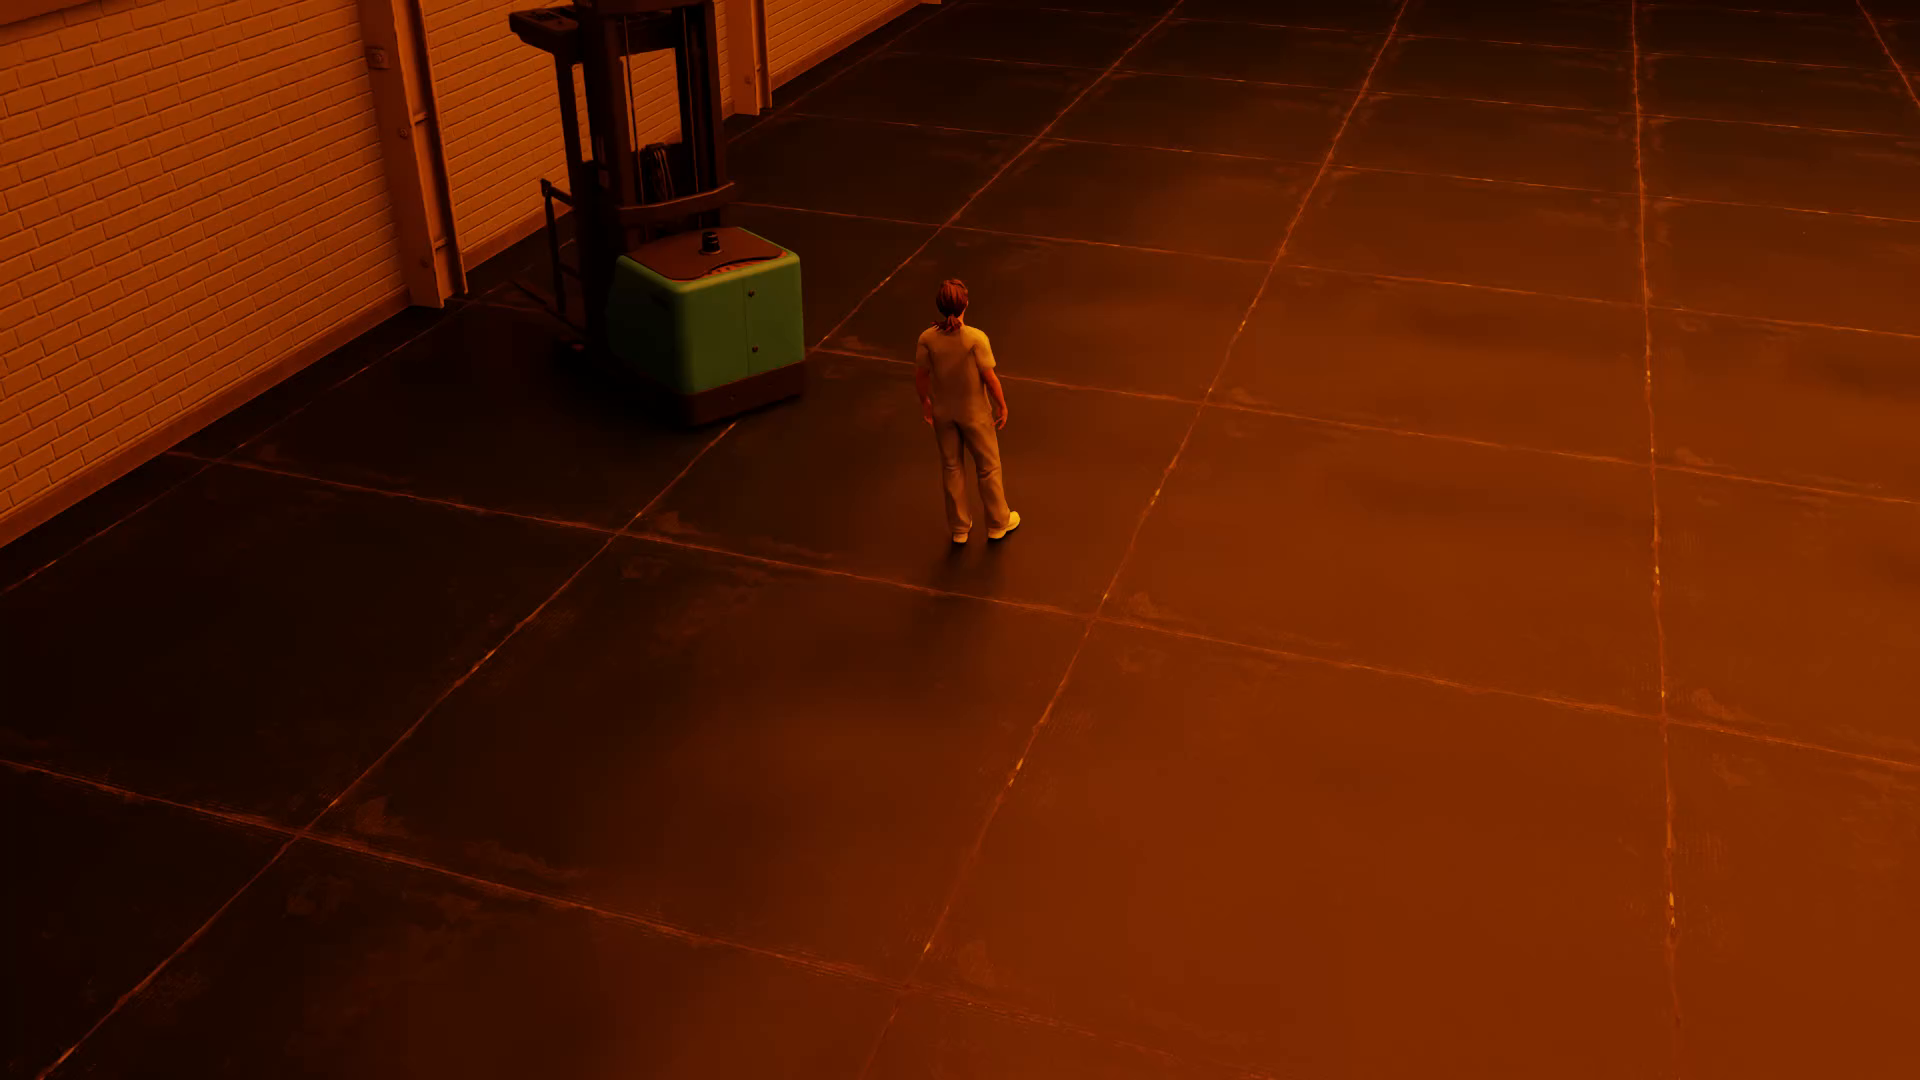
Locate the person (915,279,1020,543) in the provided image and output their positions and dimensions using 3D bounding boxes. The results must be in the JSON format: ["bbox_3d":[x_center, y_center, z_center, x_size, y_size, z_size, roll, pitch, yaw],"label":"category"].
[{"bbox_3d":[0.037,-0.767,9.735,0.550,1.673,0.548,10,31,16],"label":"person"}]

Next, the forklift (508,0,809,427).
[{"bbox_3d":[-2.399,-2.704,11.881,1.130,2.935,3.031,-22,36,-33],"label":"forklift"}]
